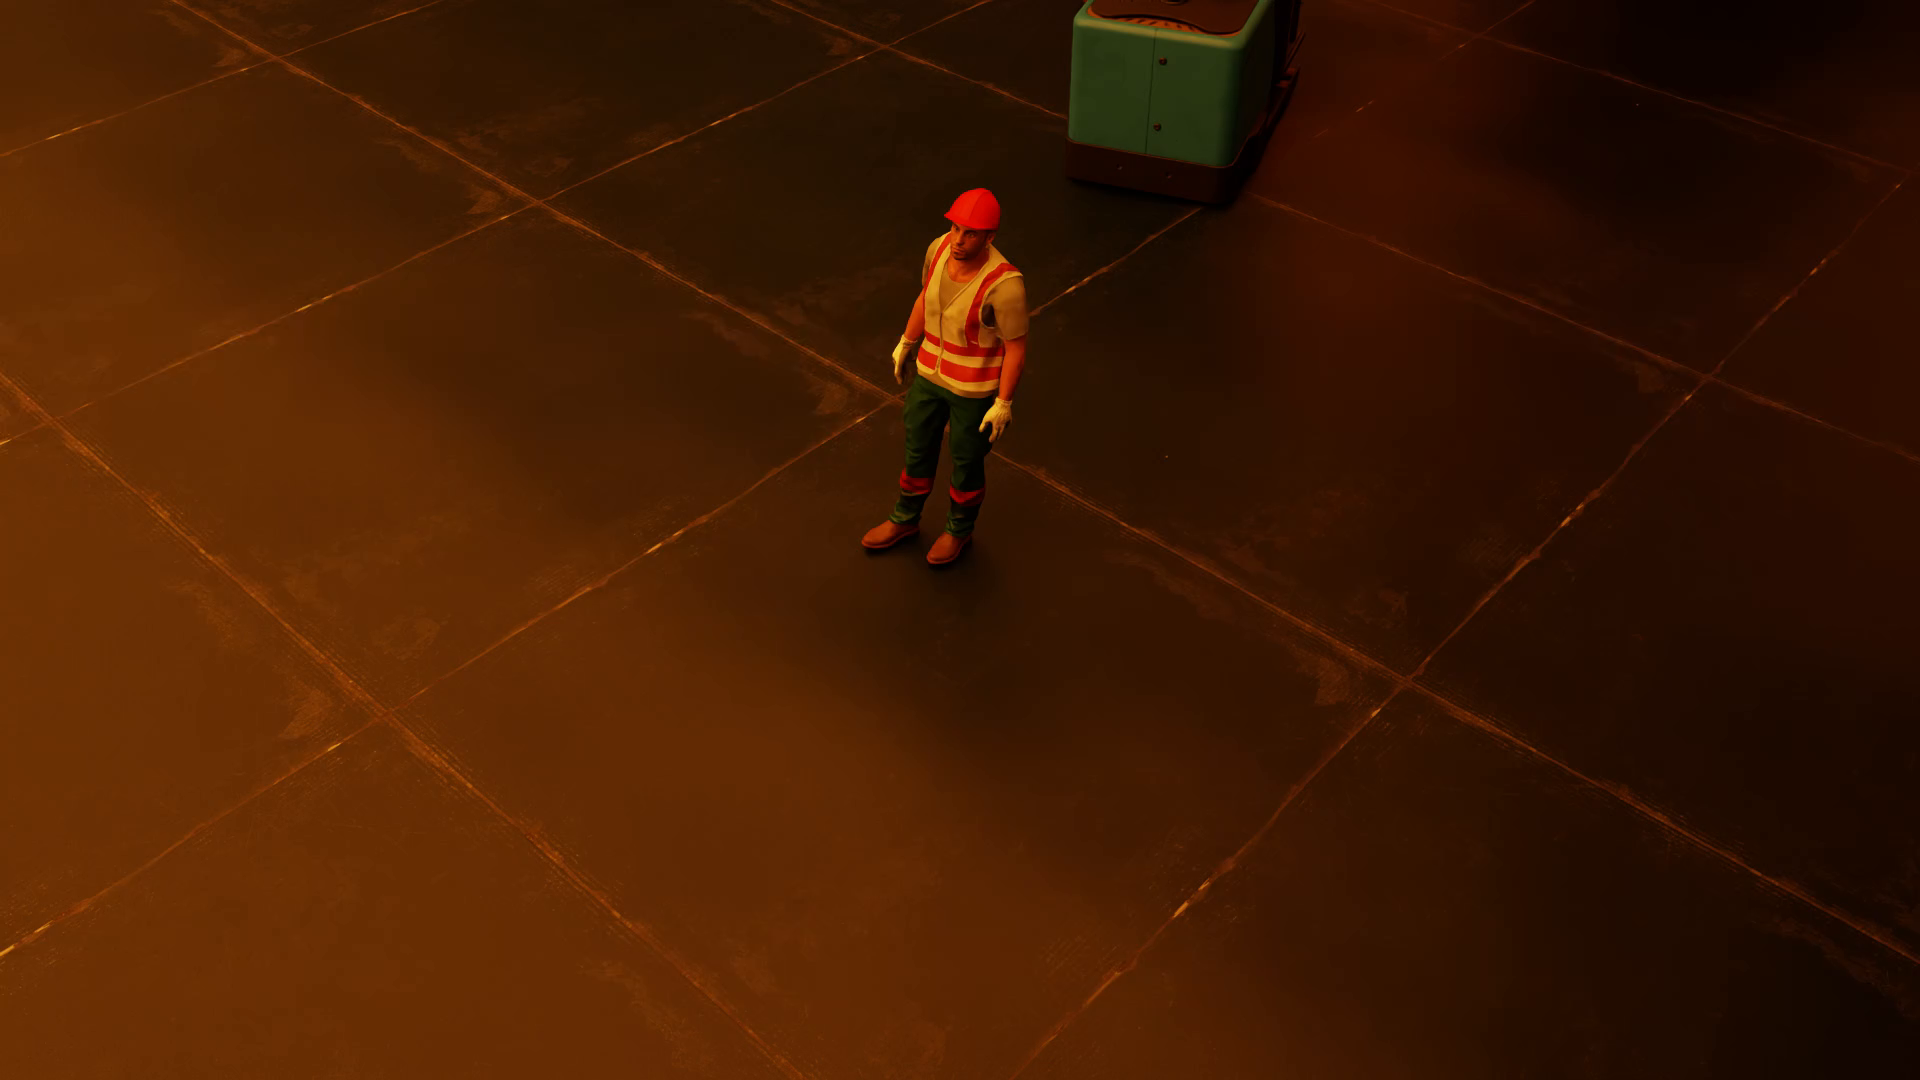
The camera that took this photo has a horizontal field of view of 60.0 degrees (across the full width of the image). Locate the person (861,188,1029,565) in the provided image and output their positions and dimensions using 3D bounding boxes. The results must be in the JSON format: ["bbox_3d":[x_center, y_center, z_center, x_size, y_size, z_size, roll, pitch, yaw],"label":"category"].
[{"bbox_3d":[-0.063,-0.652,7.054,0.637,1.787,0.564,31,49,31],"label":"person"}]

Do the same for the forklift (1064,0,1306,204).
[{"bbox_3d":[1.636,-4.082,10.186,1.130,2.935,3.031,14,43,16],"label":"forklift"}]
